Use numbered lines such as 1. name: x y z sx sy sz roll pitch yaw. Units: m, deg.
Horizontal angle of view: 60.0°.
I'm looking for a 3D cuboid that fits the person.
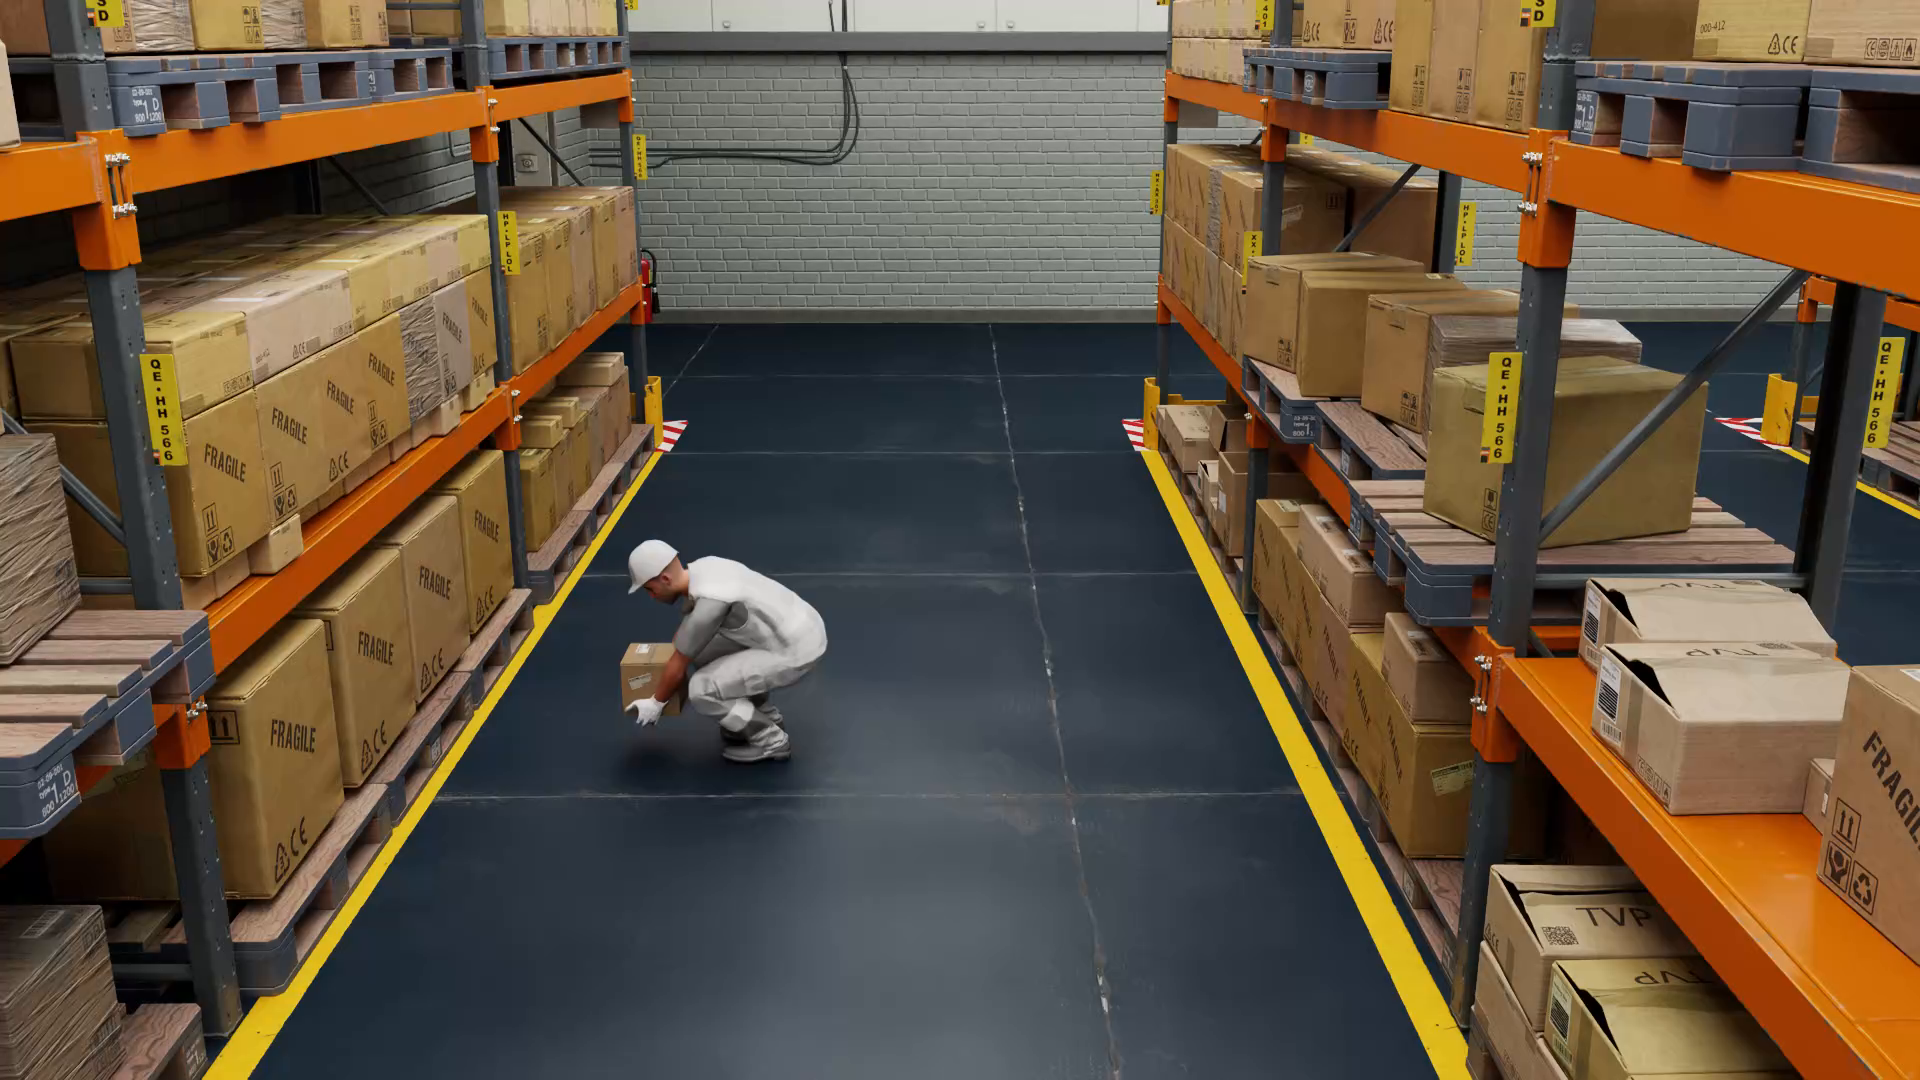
1. person: -1.032 0.465 7.347 0.890 0.998 0.536 -1 17 -2
